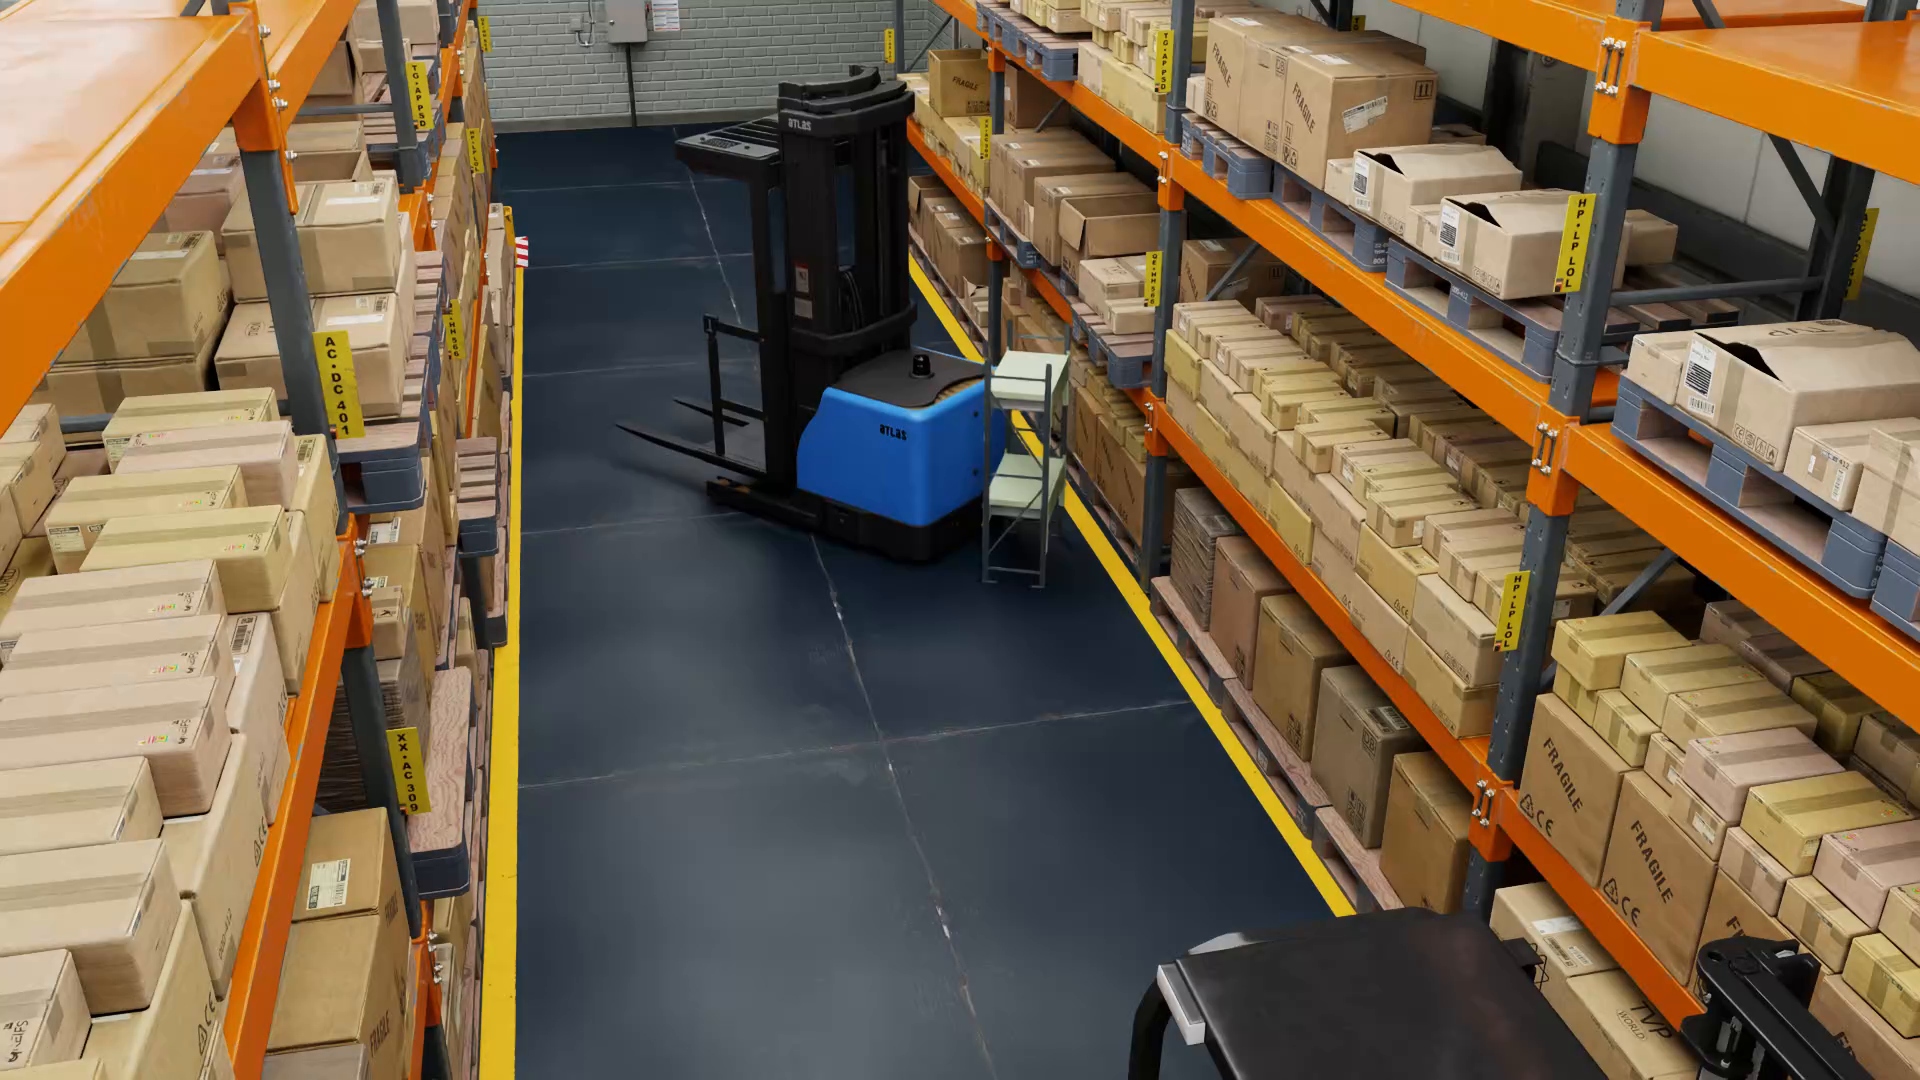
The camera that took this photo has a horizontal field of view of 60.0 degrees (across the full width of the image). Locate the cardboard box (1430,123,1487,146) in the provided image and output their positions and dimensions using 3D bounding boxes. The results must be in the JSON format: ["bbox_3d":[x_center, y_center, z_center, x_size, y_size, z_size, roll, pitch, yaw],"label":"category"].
[{"bbox_3d":[2.217,-1.840,7.766,0.380,0.166,0.250,-6,27,-12],"label":"cardboard box"}]

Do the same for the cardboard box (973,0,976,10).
[{"bbox_3d":[0.314,-4.292,13.220,0.380,0.149,0.250,-6,27,-12],"label":"cardboard box"}]

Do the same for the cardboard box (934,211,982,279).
[{"bbox_3d":[0.055,-2.757,15.538,0.500,0.500,0.500,-5,27,-11],"label":"cardboard box"}]

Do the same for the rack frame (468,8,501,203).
[{"bbox_3d":[-5.002,-4.079,15.849,1.000,3.000,0.127,-6,27,-12],"label":"rack frame"}]

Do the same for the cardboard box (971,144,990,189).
[{"bbox_3d":[0.382,-3.094,13.733,0.500,0.250,0.500,-5,27,-10],"label":"cardboard box"}]

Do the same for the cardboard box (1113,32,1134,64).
[{"bbox_3d":[1.149,-2.993,10.092,0.380,0.149,0.250,-6,27,-12],"label":"cardboard box"}]

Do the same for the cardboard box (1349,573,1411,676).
[{"bbox_3d":[2.050,0.335,7.270,0.500,0.250,0.500,-6,27,-12],"label":"cardboard box"}]

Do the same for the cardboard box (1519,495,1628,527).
[{"bbox_3d":[2.602,-0.060,7.056,0.380,0.149,0.250,-6,27,-12],"label":"cardboard box"}]

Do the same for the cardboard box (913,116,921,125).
[{"bbox_3d":[-0.258,-4.194,16.355,0.380,0.149,0.250,-5,27,-10],"label":"cardboard box"}]

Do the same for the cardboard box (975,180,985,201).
[{"bbox_3d":[0.337,-2.943,13.877,0.380,0.149,0.250,-5,27,-10],"label":"cardboard box"}]

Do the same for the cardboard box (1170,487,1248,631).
[{"bbox_3d":[1.763,0.075,9.788,0.875,0.625,0.625,-5,27,-10],"label":"cardboard box"}]

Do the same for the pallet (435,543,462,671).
[{"bbox_3d":[-2.713,0.383,7.221,1.003,0.211,1.213,-6,27,-12],"label":"pallet"}]

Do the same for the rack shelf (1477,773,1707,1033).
[{"bbox_3d":[2.988,1.882,4.837,1.077,0.370,4.000,-6,27,-12],"label":"rack shelf"}]

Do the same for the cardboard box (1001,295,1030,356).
[{"bbox_3d":[0.624,-1.665,13.375,0.500,0.500,0.500,-5,27,-9],"label":"cardboard box"}]

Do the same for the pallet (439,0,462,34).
[{"bbox_3d":[-4.275,-3.983,12.428,1.003,0.211,1.213,-6,27,-12],"label":"pallet"}]

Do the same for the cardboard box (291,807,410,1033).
[{"bbox_3d":[-1.955,1.181,4.986,0.500,0.500,0.500,-7,28,-13],"label":"cardboard box"}]

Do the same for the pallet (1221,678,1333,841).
[{"bbox_3d":[2.055,1.072,8.739,1.003,0.211,1.213,-6,27,-12],"label":"pallet"}]

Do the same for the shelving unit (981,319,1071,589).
[{"bbox_3d":[0.420,-0.547,10.513,0.431,1.500,0.755,6,27,11],"label":"shelving unit"}]

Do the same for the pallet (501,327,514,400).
[{"bbox_3d":[-4.196,-1.420,13.676,1.003,0.211,1.213,-6,27,-12],"label":"pallet"}]

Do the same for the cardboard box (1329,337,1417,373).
[{"bbox_3d":[2.197,-0.961,8.840,0.380,0.149,0.250,-6,28,-13],"label":"cardboard box"}]

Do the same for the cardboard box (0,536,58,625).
[{"bbox_3d":[-2.340,0.230,3.819,0.500,0.250,0.500,-6,27,-12],"label":"cardboard box"}]

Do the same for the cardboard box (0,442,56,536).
[{"bbox_3d":[-2.458,-0.112,4.053,0.380,0.149,0.250,-5,27,-10],"label":"cardboard box"}]

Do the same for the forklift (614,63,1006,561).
[{"bbox_3d":[-1.147,-1.689,11.191,3.031,2.935,1.130,18,32,32],"label":"forklift"}]

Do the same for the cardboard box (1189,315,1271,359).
[{"bbox_3d":[1.482,-1.120,9.156,0.380,0.149,0.250,-5,27,-10],"label":"cardboard box"}]

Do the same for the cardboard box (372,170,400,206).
[{"bbox_3d":[-2.924,-1.677,8.040,0.380,0.149,0.250,-6,27,-12],"label":"cardboard box"}]

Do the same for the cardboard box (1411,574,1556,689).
[{"bbox_3d":[2.178,0.337,6.711,0.500,0.250,0.500,-7,28,-13],"label":"cardboard box"}]

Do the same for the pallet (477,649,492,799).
[{"bbox_3d":[-3.025,1.021,8.840,1.003,0.211,1.213,-6,27,-12],"label":"pallet"}]

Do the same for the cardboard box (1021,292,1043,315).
[{"bbox_3d":[0.694,-1.892,13.104,0.380,0.149,0.250,-7,28,-13],"label":"cardboard box"}]

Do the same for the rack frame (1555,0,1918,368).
[{"bbox_3d":[2.537,-1.995,5.062,1.000,3.000,0.127,-6,27,-12],"label":"rack frame"}]

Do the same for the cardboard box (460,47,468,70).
[{"bbox_3d":[-4.244,-3.939,13.632,0.380,0.149,0.250,-6,27,-11],"label":"cardboard box"}]

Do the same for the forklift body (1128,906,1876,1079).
[{"bbox_3d":[1.234,2.171,4.409,2.313,2.155,1.214,-6,27,-12],"label":"forklift body"}]

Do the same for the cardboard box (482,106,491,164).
[{"bbox_3d":[-4.412,-3.492,14.576,0.500,0.500,0.500,-5,27,-10],"label":"cardboard box"}]

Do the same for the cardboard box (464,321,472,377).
[{"bbox_3d":[-3.310,-1.195,10.302,0.500,0.250,0.500,-5,27,-10],"label":"cardboard box"}]

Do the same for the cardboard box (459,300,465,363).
[{"bbox_3d":[-3.188,-1.198,9.753,0.500,0.250,0.500,-5,27,-10],"label":"cardboard box"}]

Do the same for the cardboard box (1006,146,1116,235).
[{"bbox_3d":[0.742,-2.599,12.339,0.700,0.500,0.500,-6,27,-11],"label":"cardboard box"}]

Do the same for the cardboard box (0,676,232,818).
[{"bbox_3d":[-1.571,0.394,3.052,0.380,0.149,0.250,-6,27,-11],"label":"cardboard box"}]

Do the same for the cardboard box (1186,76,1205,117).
[{"bbox_3d":[1.419,-2.356,8.788,0.380,0.166,0.250,-6,27,-12],"label":"cardboard box"}]

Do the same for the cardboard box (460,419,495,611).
[{"bbox_3d":[-3.274,-0.118,9.893,0.875,0.875,0.875,-6,27,-12],"label":"cardboard box"}]

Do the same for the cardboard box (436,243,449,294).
[{"bbox_3d":[-3.072,-1.300,9.122,0.500,0.500,0.500,-7,28,-13],"label":"cardboard box"}]

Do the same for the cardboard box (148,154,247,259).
[{"bbox_3d":[-2.804,-1.181,5.924,0.500,0.250,0.500,-6,27,-11],"label":"cardboard box"}]

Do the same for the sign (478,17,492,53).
[{"bbox_3d":[-4.470,-4.751,15.632,0.100,0.325,0.005,-6,27,-12],"label":"sign"}]

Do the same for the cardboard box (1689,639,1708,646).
[{"bbox_3d":[2.860,0.464,6.017,0.380,0.149,0.250,-6,27,-12],"label":"cardboard box"}]

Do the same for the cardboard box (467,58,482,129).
[{"bbox_3d":[-4.295,-3.718,13.913,0.500,0.500,0.500,-6,27,-12],"label":"cardboard box"}]

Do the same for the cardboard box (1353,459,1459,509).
[{"bbox_3d":[1.978,-0.226,7.385,0.380,0.149,0.250,-7,28,-13],"label":"cardboard box"}]

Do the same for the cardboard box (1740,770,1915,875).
[{"bbox_3d":[2.576,0.838,4.947,0.380,0.149,0.250,-6,27,-12],"label":"cardboard box"}]

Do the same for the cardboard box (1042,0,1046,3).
[{"bbox_3d":[0.732,-3.686,11.114,0.380,0.149,0.250,-6,27,-11],"label":"cardboard box"}]

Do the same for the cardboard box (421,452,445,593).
[{"bbox_3d":[-2.462,-0.074,7.006,0.500,0.500,0.500,-7,28,-14],"label":"cardboard box"}]

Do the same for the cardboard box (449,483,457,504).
[{"bbox_3d":[-2.616,-0.195,7.966,0.380,0.149,0.250,-7,28,-14],"label":"cardboard box"}]

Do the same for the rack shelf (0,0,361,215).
[{"bbox_3d":[-2.748,-1.868,6.052,1.077,0.370,4.000,-6,27,-12],"label":"rack shelf"}]

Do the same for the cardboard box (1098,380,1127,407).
[{"bbox_3d":[1.155,-0.982,11.302,0.380,0.149,0.250,-5,27,-10],"label":"cardboard box"}]

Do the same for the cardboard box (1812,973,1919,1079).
[{"bbox_3d":[2.724,1.532,4.621,0.500,0.500,0.500,-6,27,-11],"label":"cardboard box"}]

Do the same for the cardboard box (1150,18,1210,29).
[{"bbox_3d":[1.314,-2.903,9.584,0.380,0.149,0.250,-7,28,-13],"label":"cardboard box"}]

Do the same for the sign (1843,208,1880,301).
[{"bbox_3d":[3.078,-0.979,5.717,0.100,0.325,0.005,-6,27,-12],"label":"sign"}]
